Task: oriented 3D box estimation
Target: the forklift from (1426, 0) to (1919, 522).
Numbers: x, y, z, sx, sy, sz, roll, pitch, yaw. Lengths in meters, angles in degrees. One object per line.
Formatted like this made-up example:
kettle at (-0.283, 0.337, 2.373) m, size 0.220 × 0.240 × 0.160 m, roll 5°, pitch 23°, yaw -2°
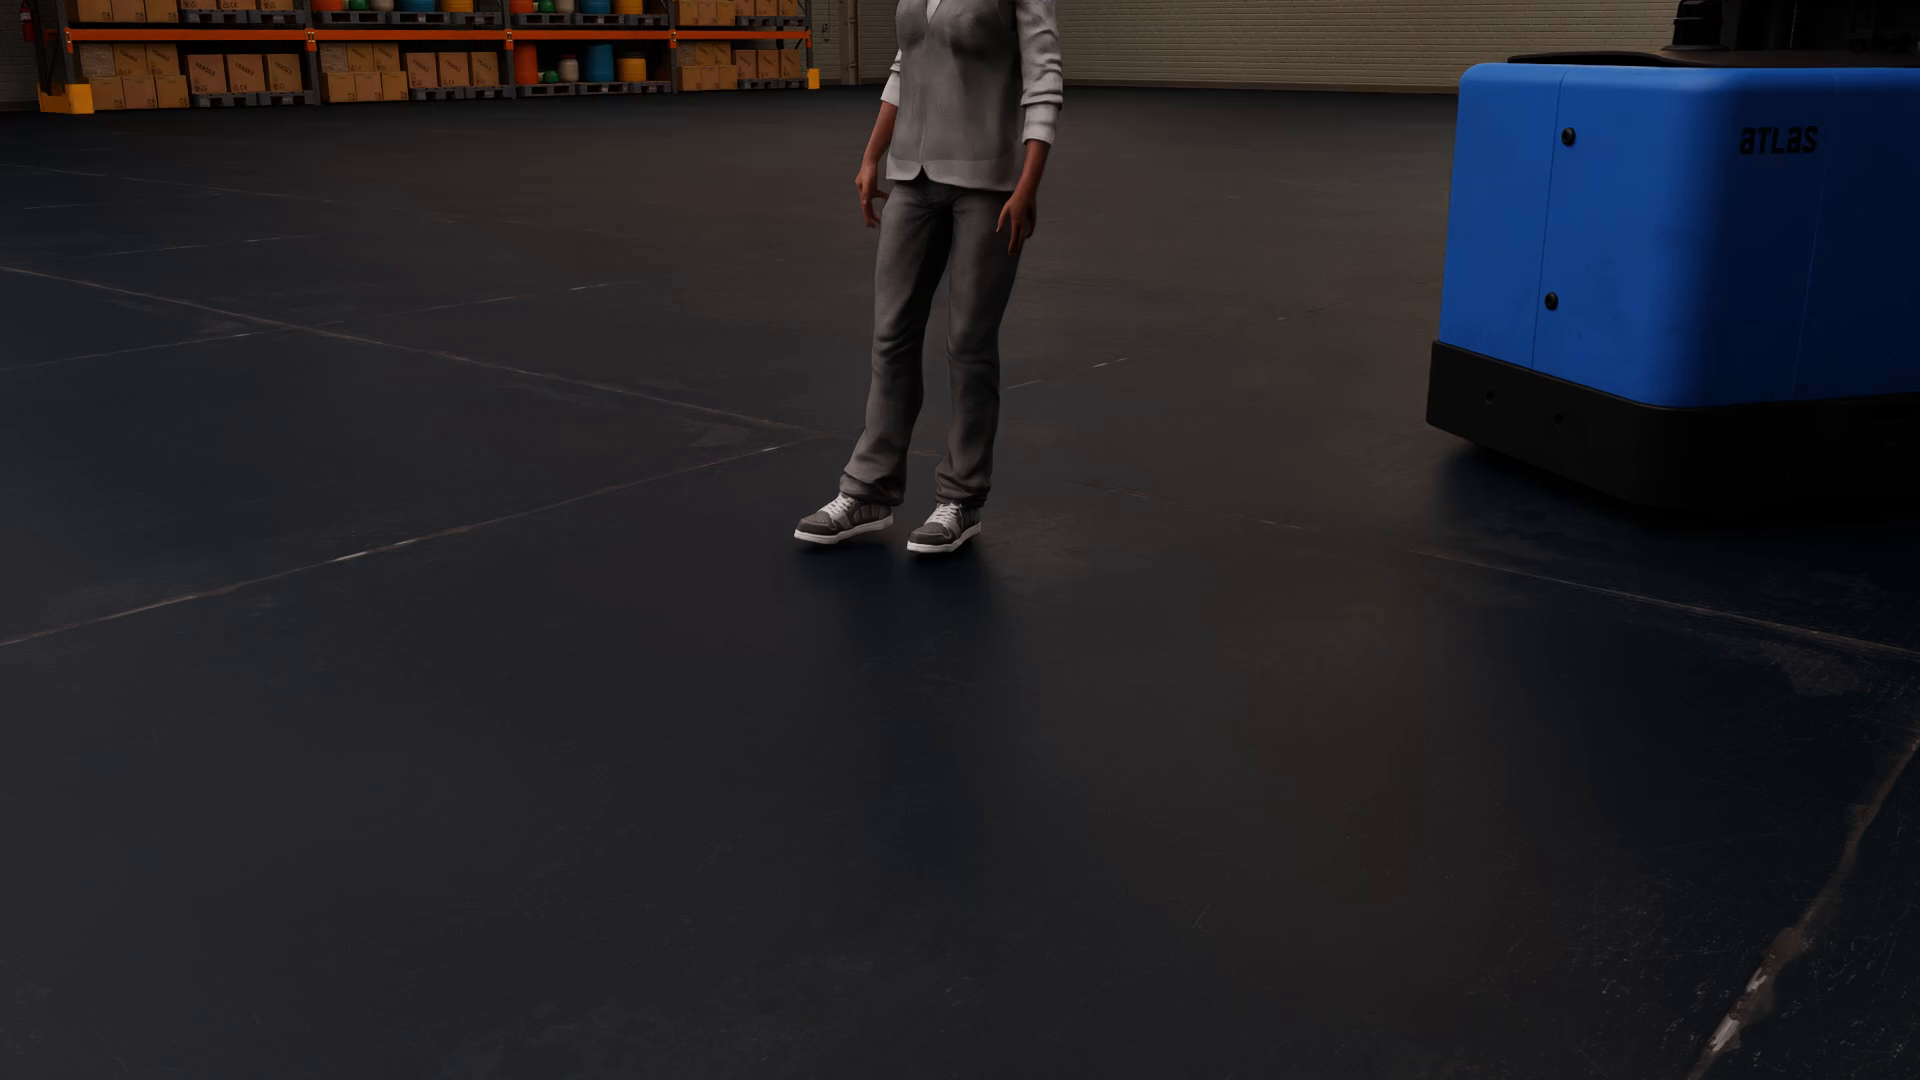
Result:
forklift at (2.925, -1.672, 4.404) m, size 3.031 × 2.935 × 1.130 m, roll -5°, pitch 18°, yaw -16°

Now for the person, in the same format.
person at (-0.058, -0.756, 3.661) m, size 0.521 × 1.599 × 0.473 m, roll 13°, pitch 21°, yaw 37°
